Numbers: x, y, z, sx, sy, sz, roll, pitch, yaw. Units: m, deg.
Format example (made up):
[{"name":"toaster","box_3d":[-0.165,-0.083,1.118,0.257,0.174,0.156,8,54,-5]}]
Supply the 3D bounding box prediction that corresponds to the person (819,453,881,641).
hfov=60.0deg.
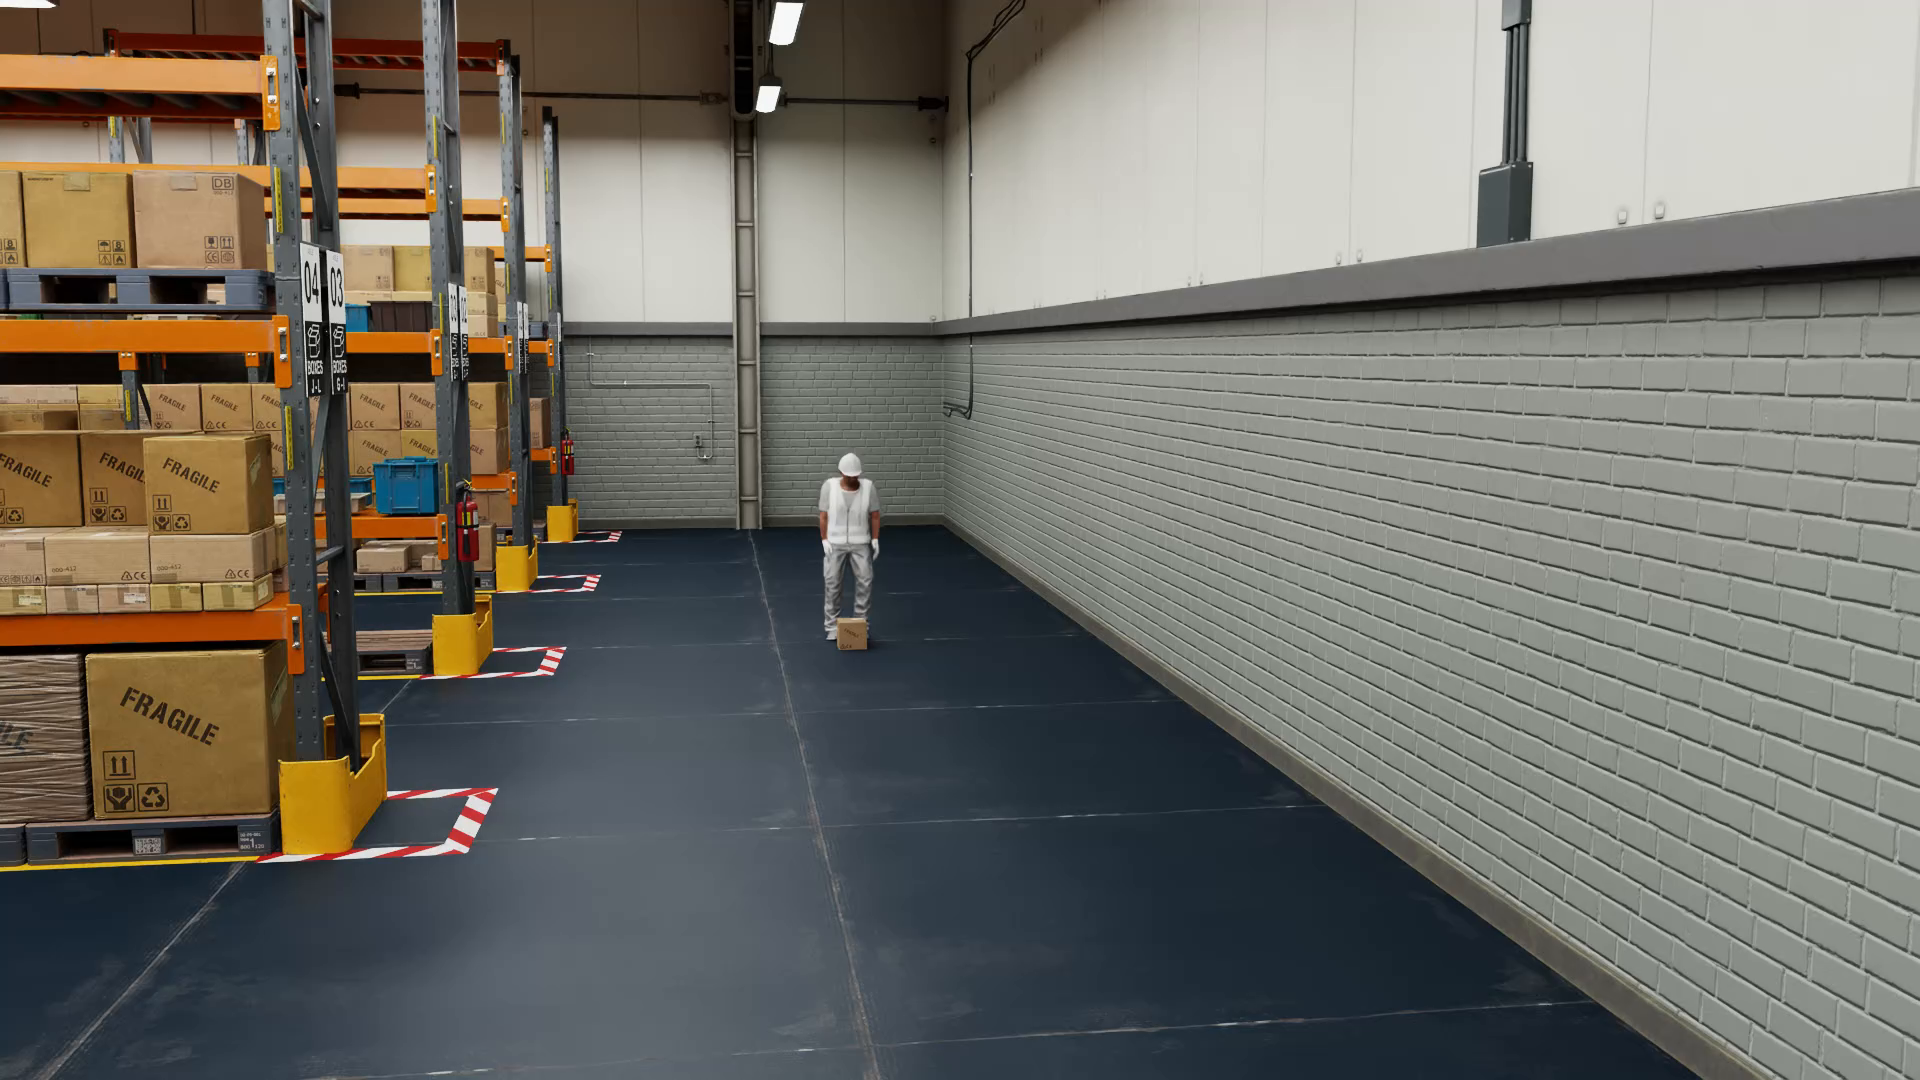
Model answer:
[{"name":"person","box_3d":[-1.013,0.058,15.344,0.573,1.732,0.458,-1,6,-7]}]
